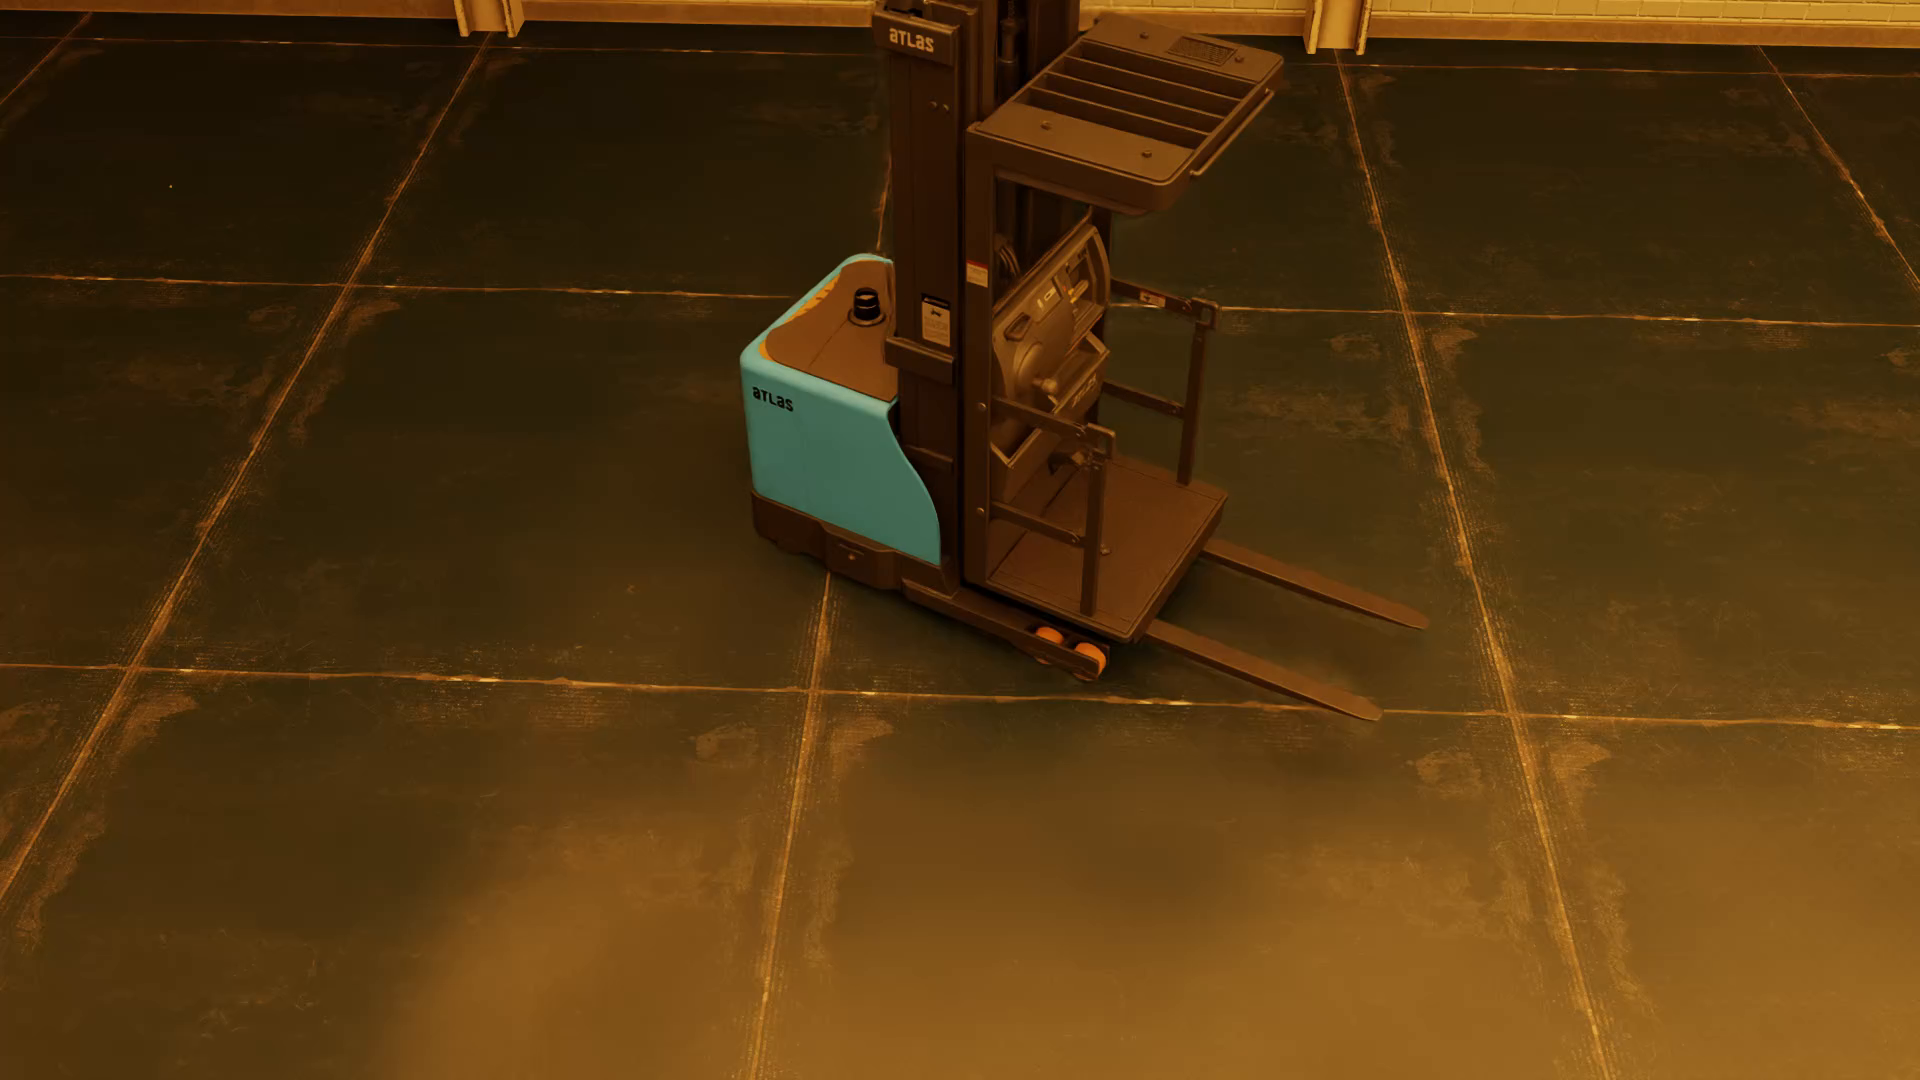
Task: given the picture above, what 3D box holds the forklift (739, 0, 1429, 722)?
[{"bbox_3d":[0.555,-0.883,6.710,3.031,2.935,1.130,21,46,22],"label":"forklift"}]
